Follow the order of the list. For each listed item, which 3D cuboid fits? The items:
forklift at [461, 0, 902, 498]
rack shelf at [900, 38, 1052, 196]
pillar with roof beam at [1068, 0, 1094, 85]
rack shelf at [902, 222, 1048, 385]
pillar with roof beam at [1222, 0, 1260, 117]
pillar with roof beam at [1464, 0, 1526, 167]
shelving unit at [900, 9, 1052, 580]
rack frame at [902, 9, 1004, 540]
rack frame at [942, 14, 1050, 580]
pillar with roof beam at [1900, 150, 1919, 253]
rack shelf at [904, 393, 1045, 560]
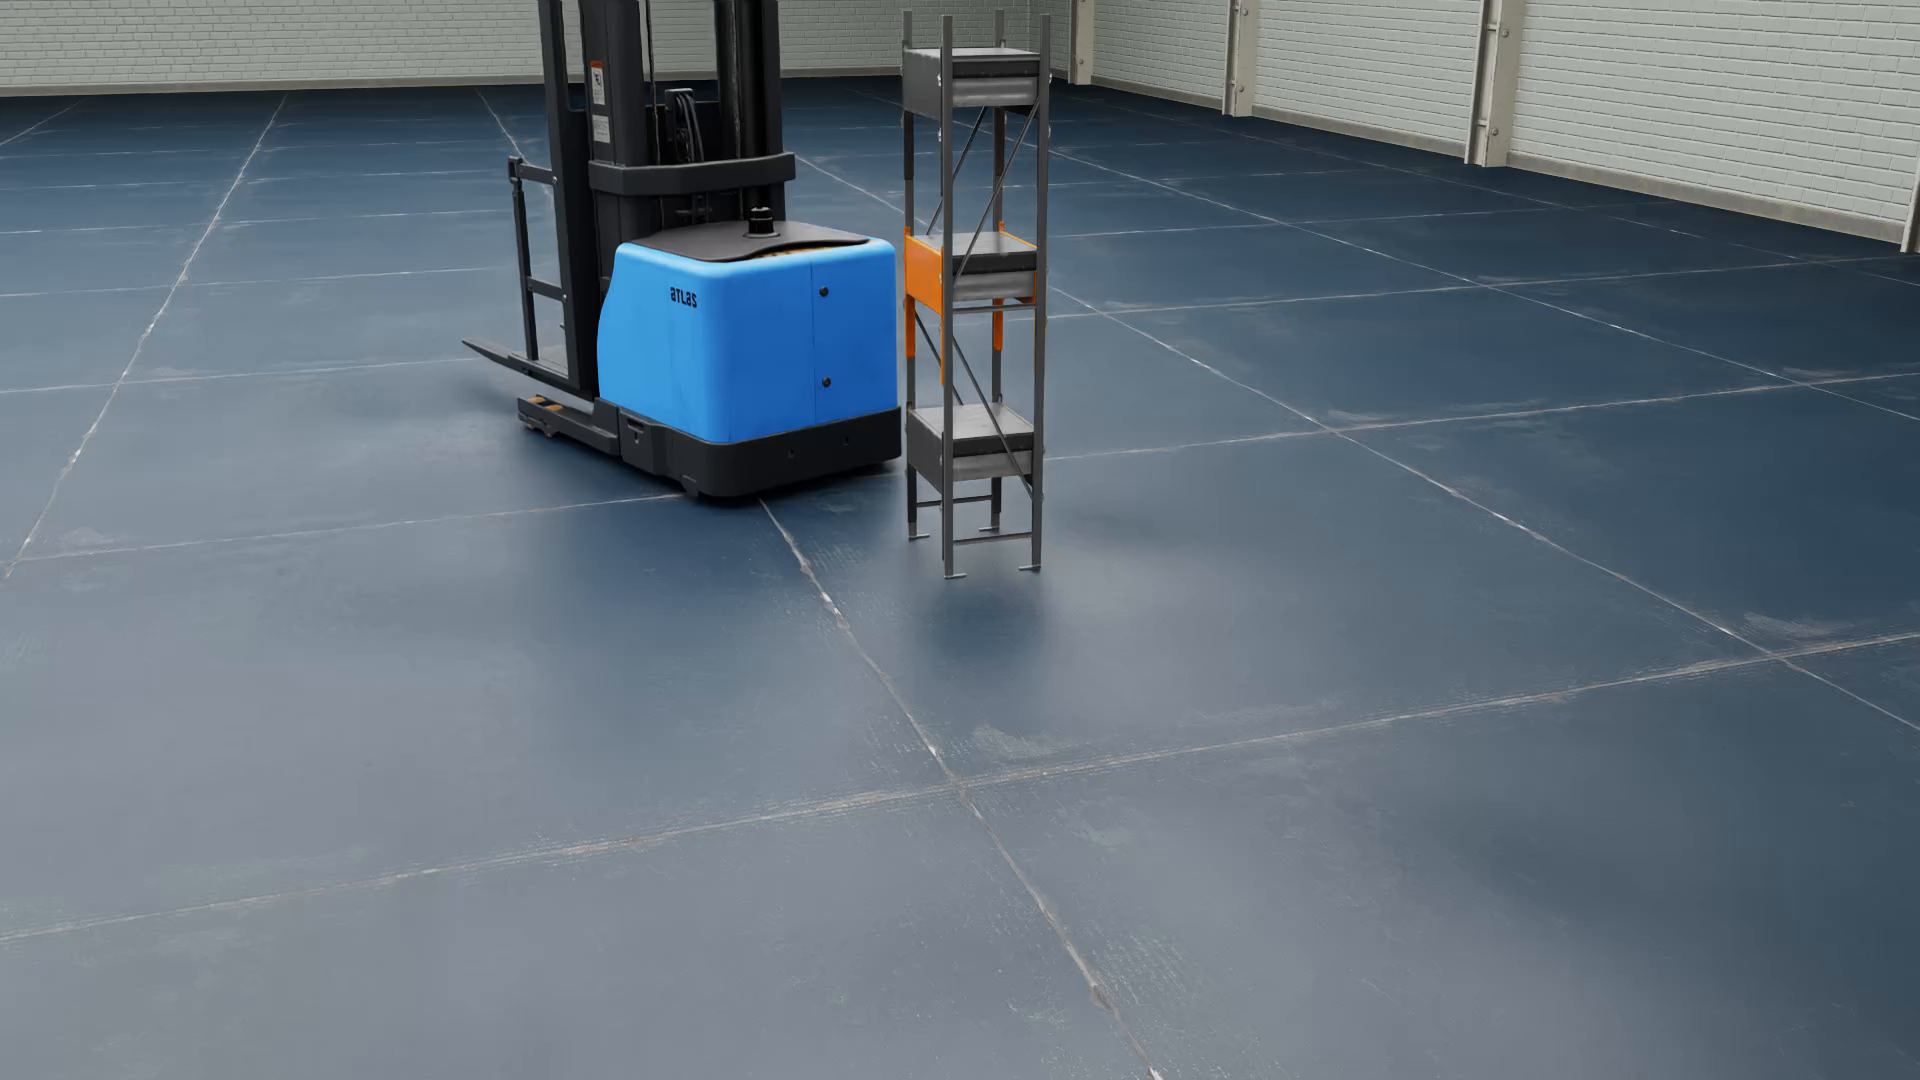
[{"bbox_3d":[-1.604,-1.989,8.119,1.130,2.935,3.031,-16,25,-37],"label":"forklift"},{"bbox_3d":[0.052,-1.581,6.182,0.431,0.518,0.480,-6,21,-17],"label":"rack shelf"},{"bbox_3d":[-1.966,-11.834,26.552,9.100,9.000,0.400,-6,21,-17],"label":"pillar with roof beam"},{"bbox_3d":[0.052,-0.922,6.418,0.431,0.518,0.480,-6,21,-17],"label":"rack shelf"},{"bbox_3d":[-0.081,-9.909,21.191,9.100,9.000,0.400,-6,21,-17],"label":"pillar with roof beam"},{"bbox_3d":[1.805,-7.983,15.830,9.100,9.000,0.400,-6,21,-17],"label":"pillar with roof beam"},{"bbox_3d":[0.052,-0.935,6.414,0.431,2.100,0.503,-6,21,-17],"label":"shelving unit"},{"bbox_3d":[-0.025,-1.013,6.632,0.400,2.100,0.015,-6,21,-17],"label":"rack frame"},{"bbox_3d":[0.129,-0.857,6.196,0.400,2.100,0.015,-6,21,-17],"label":"rack frame"},{"bbox_3d":[3.691,-6.058,10.470,9.100,9.000,0.400,-6,21,-17],"label":"pillar with roof beam"},{"bbox_3d":[0.052,-0.263,6.655,0.431,0.518,0.480,-6,21,-17],"label":"rack shelf"}]
